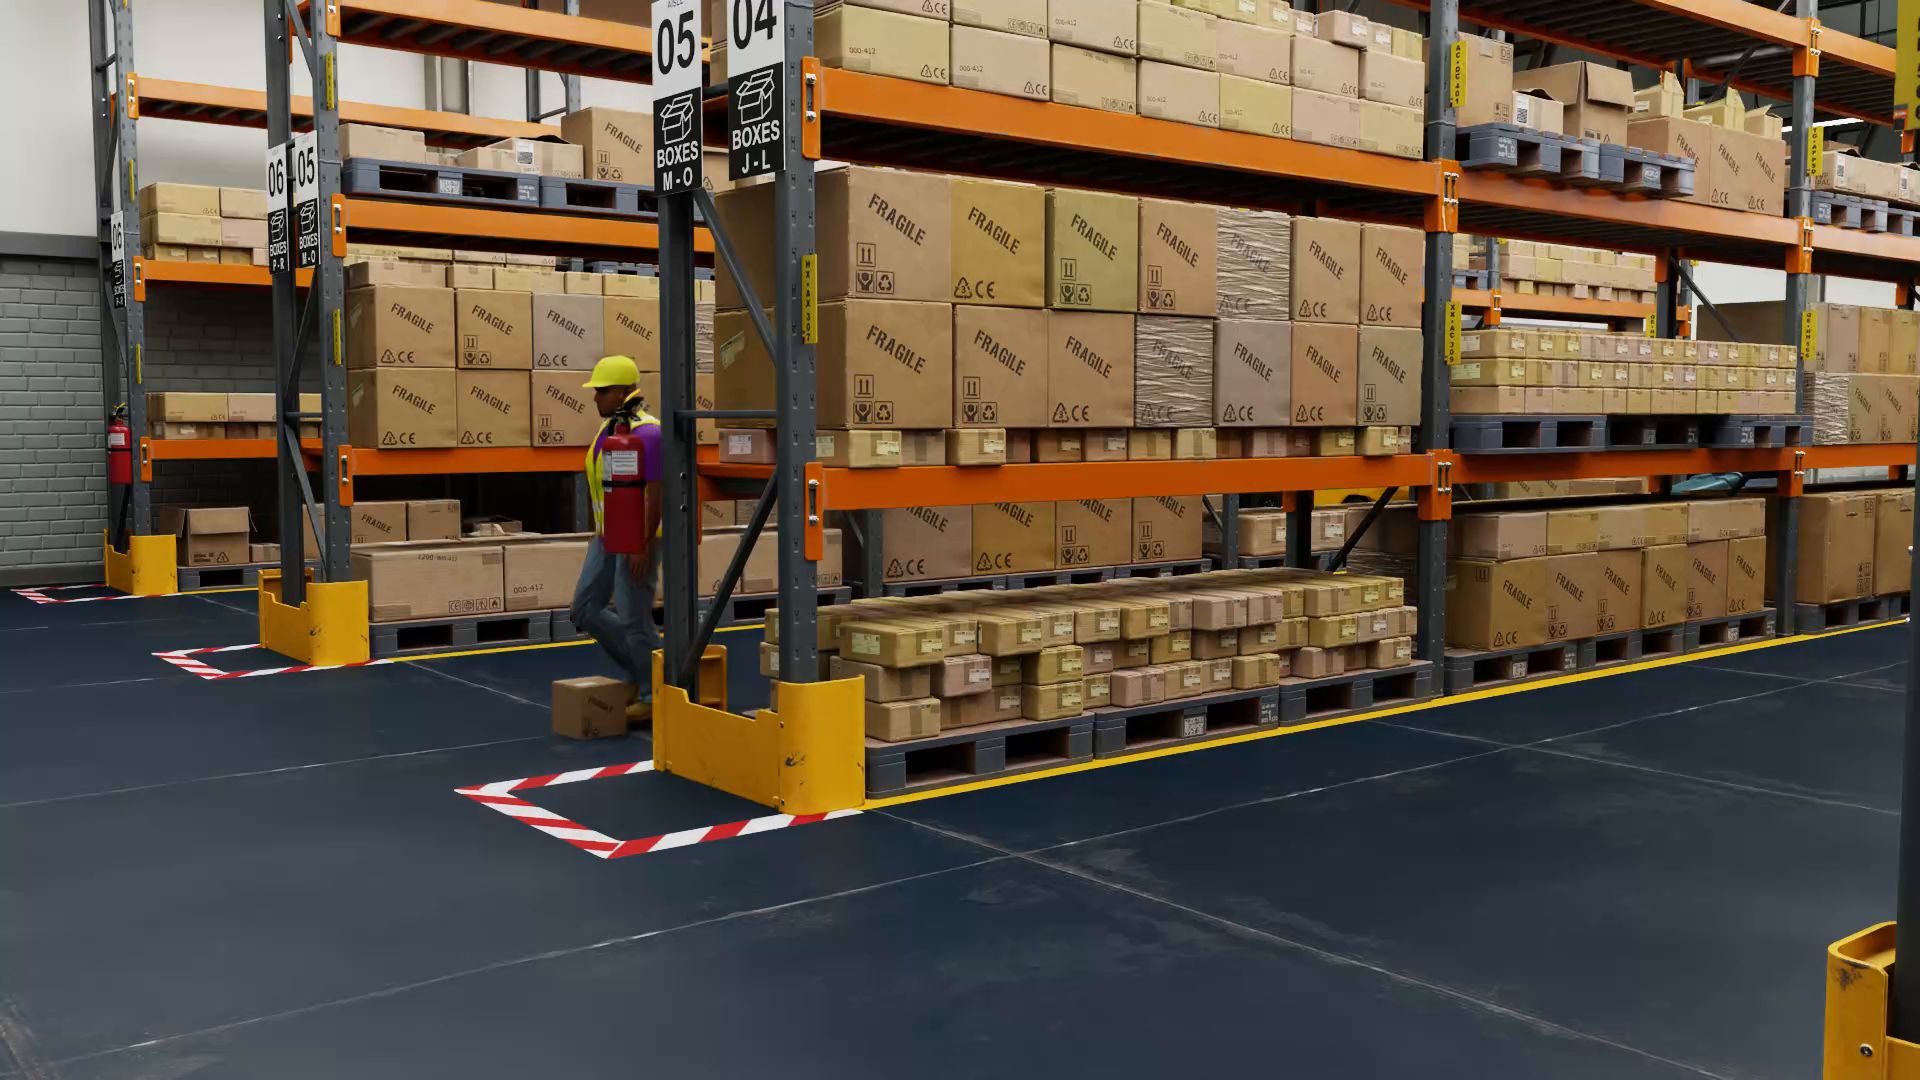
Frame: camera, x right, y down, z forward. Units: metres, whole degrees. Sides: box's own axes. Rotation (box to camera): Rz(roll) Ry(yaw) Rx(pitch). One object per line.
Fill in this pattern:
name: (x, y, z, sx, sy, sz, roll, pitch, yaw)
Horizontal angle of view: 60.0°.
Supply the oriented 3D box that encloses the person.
person: (-1.616, -0.008, 8.030, 0.449, 1.755, 0.652, -3, 5, -35)
